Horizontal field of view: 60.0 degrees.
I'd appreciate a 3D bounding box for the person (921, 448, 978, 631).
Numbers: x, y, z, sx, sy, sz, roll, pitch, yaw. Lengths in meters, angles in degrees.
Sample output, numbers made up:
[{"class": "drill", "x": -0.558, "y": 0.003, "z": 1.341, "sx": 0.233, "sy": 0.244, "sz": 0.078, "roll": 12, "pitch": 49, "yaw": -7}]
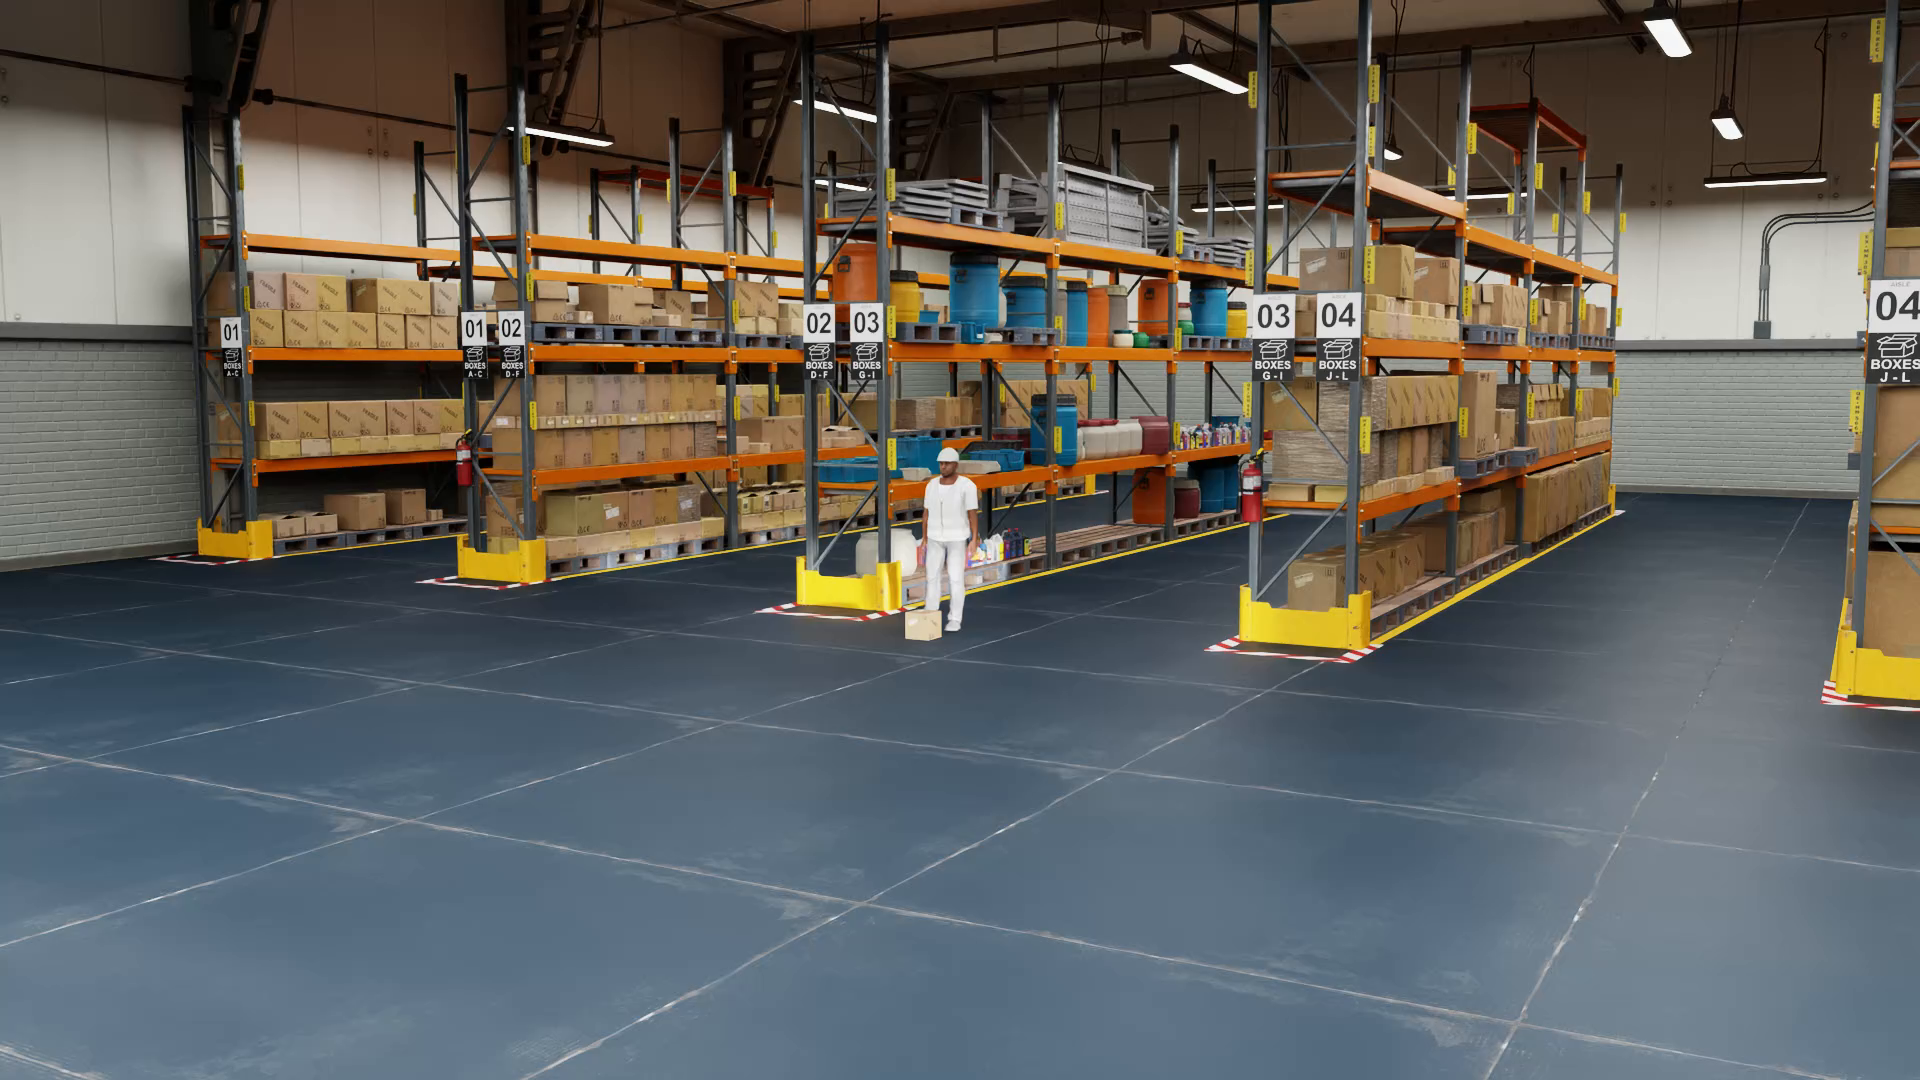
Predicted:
[{"class": "person", "x": -0.121, "y": 0.002, "z": 15.988, "sx": 0.588, "sy": 1.775, "sz": 0.407, "roll": 3, "pitch": 6, "yaw": 24}]
